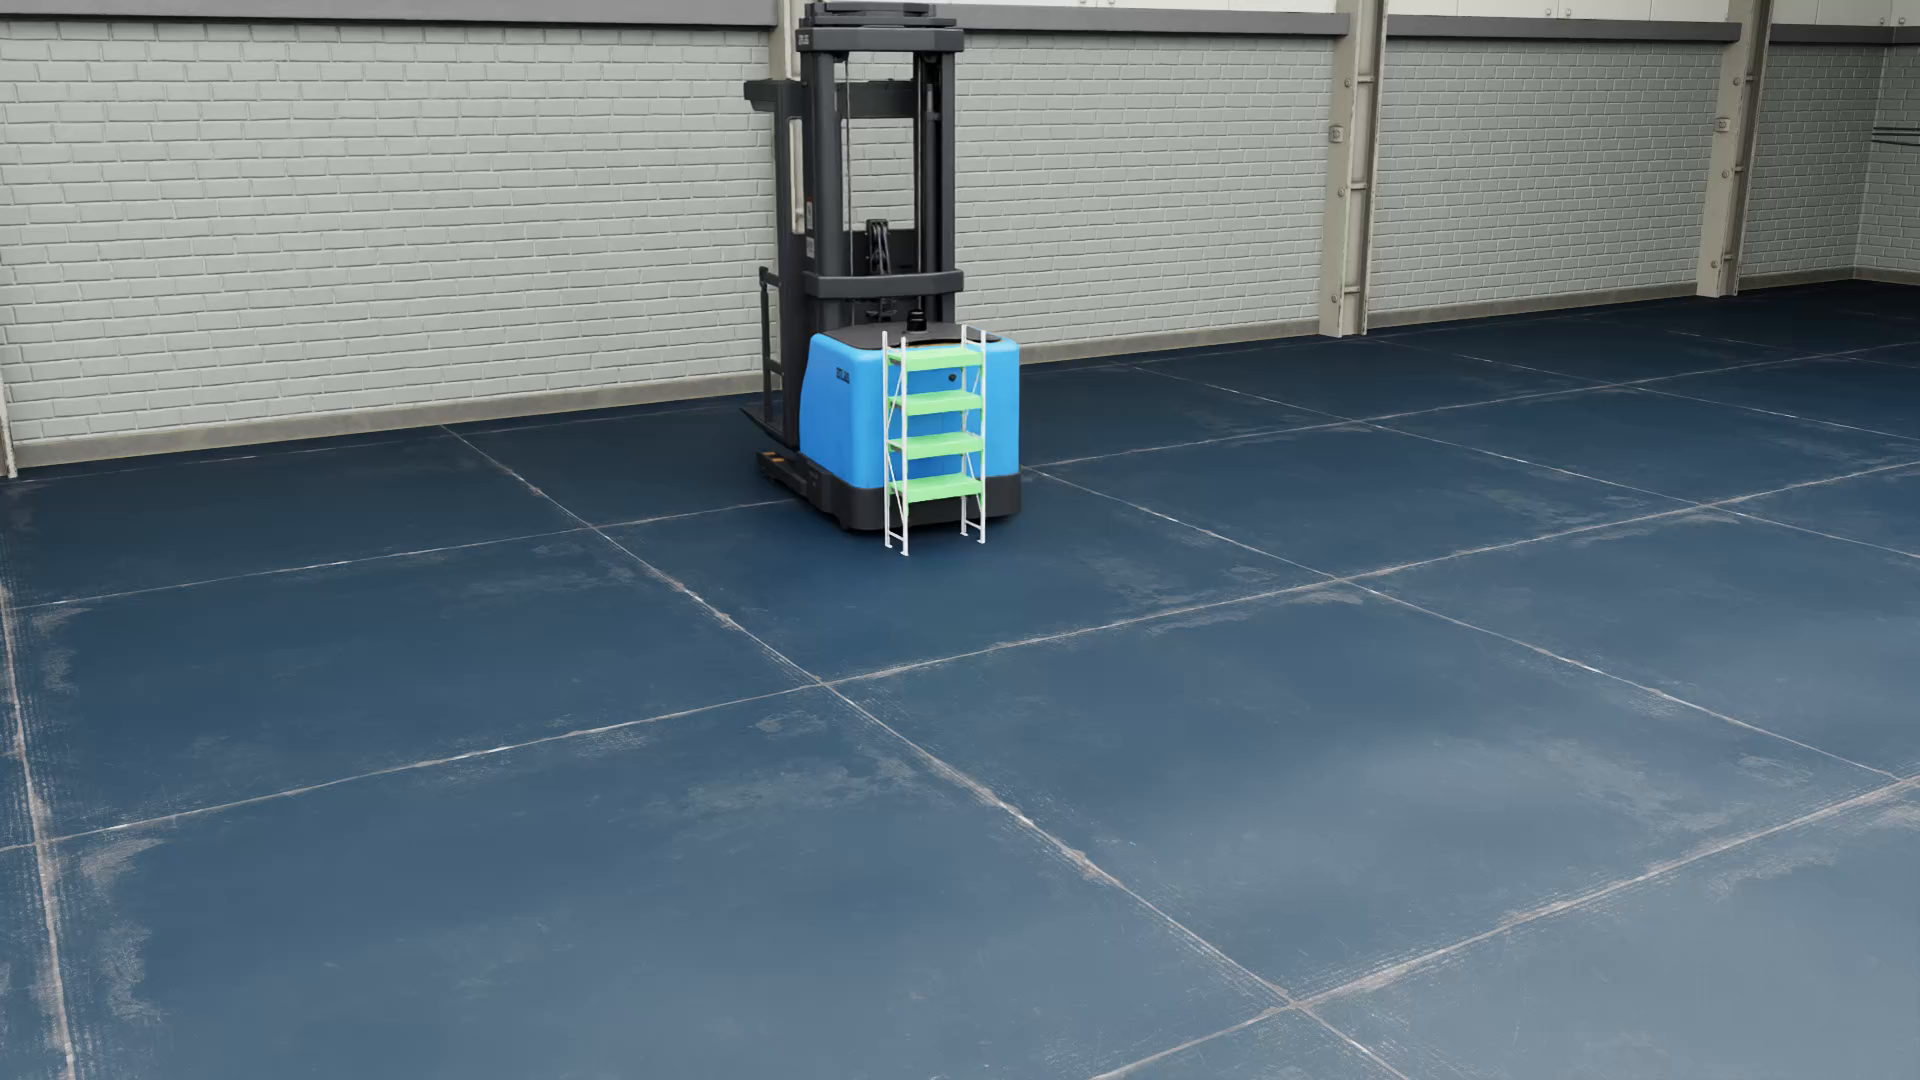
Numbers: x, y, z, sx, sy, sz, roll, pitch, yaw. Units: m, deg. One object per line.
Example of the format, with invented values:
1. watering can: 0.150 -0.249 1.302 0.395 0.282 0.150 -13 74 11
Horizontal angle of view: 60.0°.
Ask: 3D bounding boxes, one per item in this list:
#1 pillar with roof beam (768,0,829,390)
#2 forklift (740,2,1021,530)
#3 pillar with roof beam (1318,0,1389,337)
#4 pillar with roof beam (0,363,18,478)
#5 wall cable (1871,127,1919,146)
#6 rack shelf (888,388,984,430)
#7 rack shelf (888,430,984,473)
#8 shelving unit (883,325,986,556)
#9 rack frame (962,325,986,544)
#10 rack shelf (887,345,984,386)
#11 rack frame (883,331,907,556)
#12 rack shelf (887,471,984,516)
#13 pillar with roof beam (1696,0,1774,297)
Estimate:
1. pillar with roof beam: 0.945 -4.593 9.122 0.400 9.000 9.100 -9 18 -30
2. forklift: -0.685 -1.818 10.466 1.130 2.935 3.031 -7 17 -22
3. pillar with roof beam: 6.088 -5.427 12.097 0.400 9.000 9.100 -9 18 -30
4. pillar with roof beam: -4.198 -3.759 6.146 0.400 9.000 9.100 -9 18 -30
5. wall cable: 12.221 -5.865 19.414 0.112 2.526 3.097 -9 18 -30
6. rack shelf: -0.139 -0.722 9.109 0.480 0.148 0.258 -9 18 -28
7. rack shelf: -0.139 -0.491 9.174 0.480 0.148 0.258 -9 18 -28
8. shelving unit: -0.139 -0.552 9.157 0.503 1.200 0.258 -9 18 -28
9. rack frame: 0.074 -0.584 9.271 0.015 1.200 0.240 -9 18 -28
10. rack shelf: -0.139 -0.953 9.044 0.480 0.148 0.258 -9 18 -28
11. rack frame: -0.353 -0.520 9.042 0.015 1.200 0.240 -9 18 -28
12. rack shelf: -0.139 -0.260 9.239 0.480 0.148 0.258 -9 18 -28
13. pillar with roof beam: 11.231 -6.261 15.072 0.400 9.000 9.100 -9 18 -30
